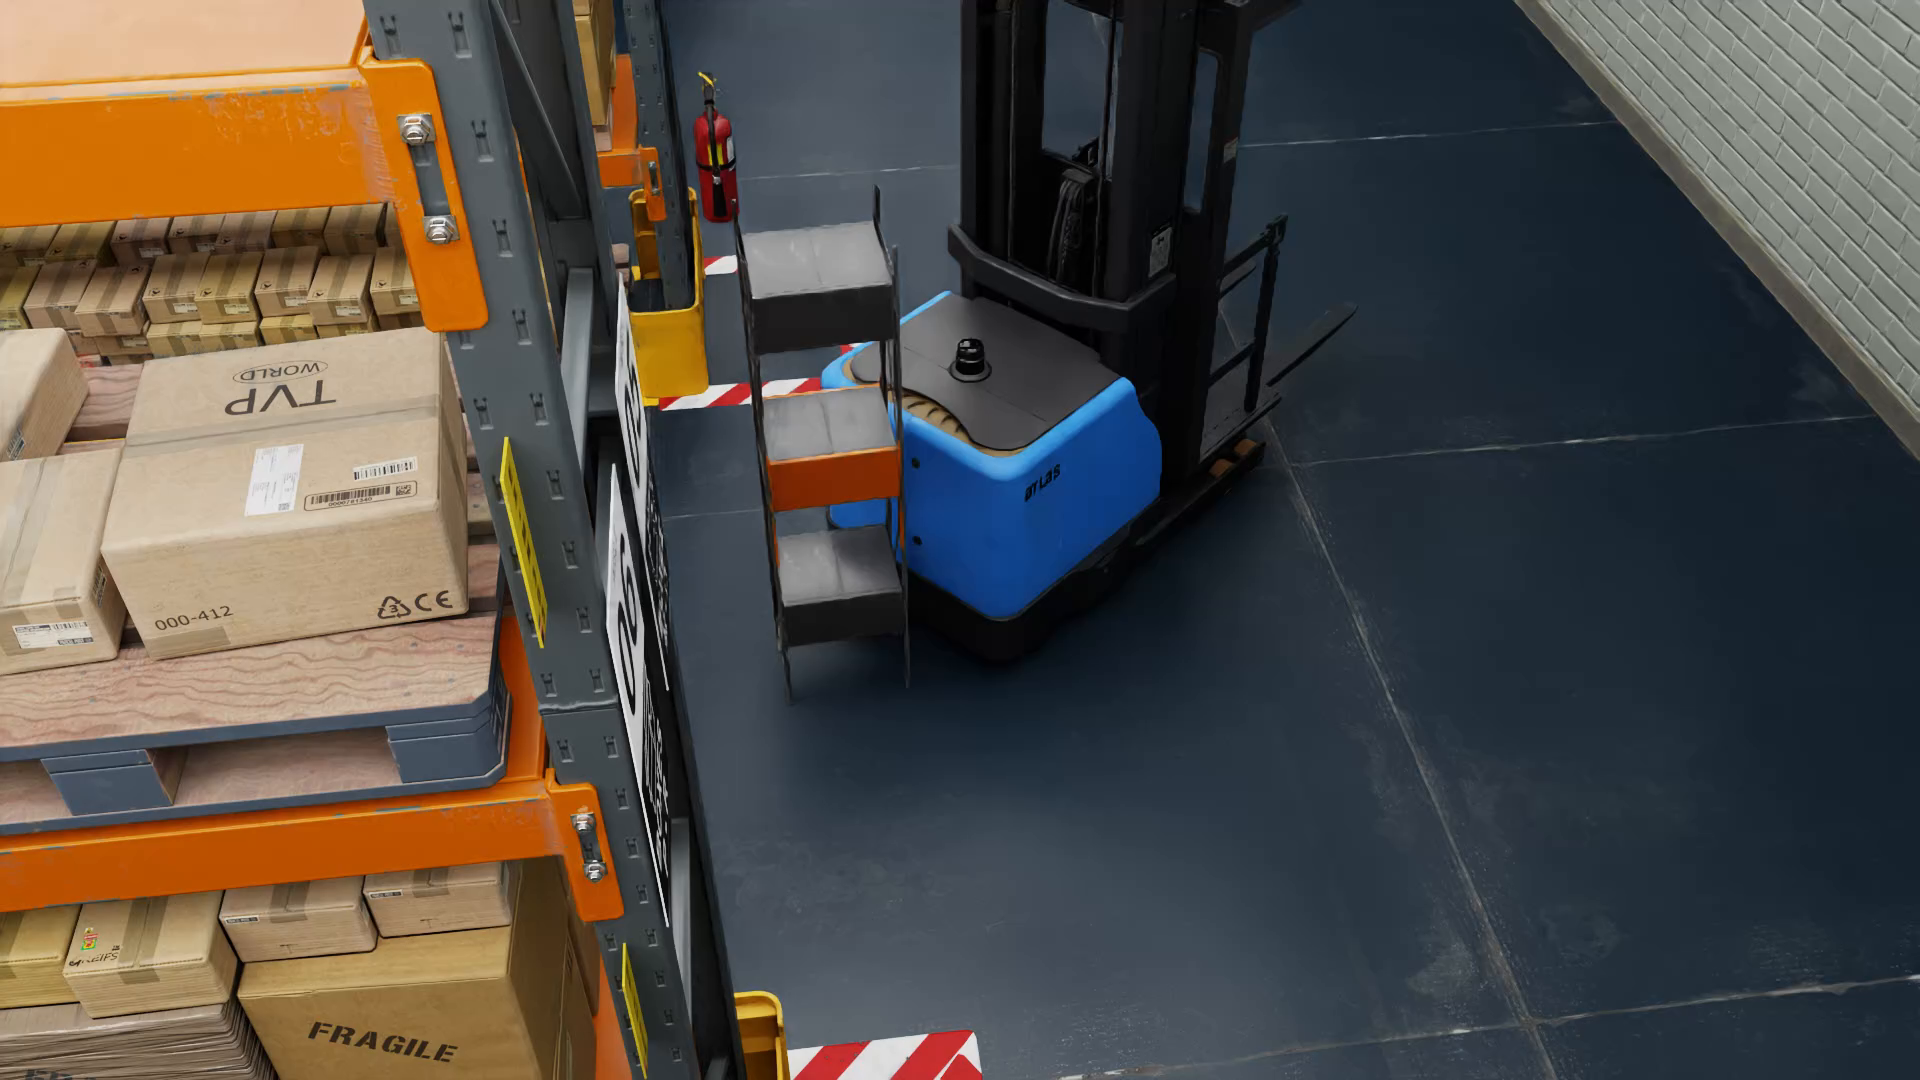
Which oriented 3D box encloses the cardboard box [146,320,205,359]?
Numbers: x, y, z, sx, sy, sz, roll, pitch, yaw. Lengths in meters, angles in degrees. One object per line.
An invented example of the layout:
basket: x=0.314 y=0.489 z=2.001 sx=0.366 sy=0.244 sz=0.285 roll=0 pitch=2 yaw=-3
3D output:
cardboard box: x=-3.707 y=-1.036 z=7.967 sx=0.250 sy=0.149 sz=0.380 roll=-5 pitch=42 yaw=-6

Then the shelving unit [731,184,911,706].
shelving unit: x=-0.488 y=-0.271 z=6.198 sx=0.503 sy=2.100 sz=0.431 roll=-8 pitch=43 yaw=-8

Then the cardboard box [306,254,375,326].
cardboard box: x=-2.933 y=-1.193 z=7.919 sx=0.250 sy=0.149 sz=0.380 roll=-4 pitch=42 yaw=-4

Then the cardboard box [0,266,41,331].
cardboard box: x=-4.493 y=-1.122 z=7.841 sx=0.250 sy=0.149 sz=0.380 roll=-6 pitch=42 yaw=-6

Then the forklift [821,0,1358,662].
forklift: x=0.775 y=-1.499 z=6.939 sx=1.130 sy=2.935 sz=3.031 roll=30 pitch=50 yaw=29

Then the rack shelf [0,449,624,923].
rack shelf: x=-2.661 y=0.386 z=3.096 sx=4.000 sy=0.370 sz=1.077 roll=-5 pitch=42 yaw=-6

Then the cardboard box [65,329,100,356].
cardboard box: x=-4.241 y=-1.048 z=7.980 sx=0.250 sy=0.149 sz=0.380 roll=-7 pitch=43 yaw=-8

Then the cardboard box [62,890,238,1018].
cardboard box: x=-1.502 y=0.690 z=3.155 sx=0.250 sy=0.149 sz=0.380 roll=-5 pitch=42 yaw=-6

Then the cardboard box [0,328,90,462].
cardboard box: x=-1.787 y=-0.213 z=3.022 sx=0.250 sy=0.149 sz=0.380 roll=-4 pitch=42 yaw=-4

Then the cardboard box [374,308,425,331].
cardboard box: x=-2.701 y=-1.191 z=8.139 sx=0.250 sy=0.149 sz=0.380 roll=-5 pitch=42 yaw=-6

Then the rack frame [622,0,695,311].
rack frame: x=-1.420 y=-2.220 z=7.687 sx=0.127 sy=3.000 sz=1.000 roll=-5 pitch=42 yaw=-6

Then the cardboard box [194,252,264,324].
cardboard box: x=-3.465 y=-1.202 z=7.929 sx=0.250 sy=0.149 sz=0.380 roll=-5 pitch=42 yaw=-5

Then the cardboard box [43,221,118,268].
cardboard box: x=-4.306 y=-1.440 z=8.193 sx=0.250 sy=0.149 sz=0.380 roll=-4 pitch=42 yaw=-4

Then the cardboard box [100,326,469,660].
cardboard box: x=-1.113 y=-0.094 z=2.814 sx=0.500 sy=0.250 sz=0.500 roll=-9 pitch=43 yaw=-9

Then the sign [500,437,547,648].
sign: x=-0.621 y=0.007 z=2.376 sx=0.005 sy=0.325 sz=0.100 roll=-5 pitch=42 yaw=-6

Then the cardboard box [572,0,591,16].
cardboard box: x=-1.842 y=-2.534 z=6.992 sx=0.500 sy=0.500 sz=0.500 roll=-6 pitch=42 yaw=-6

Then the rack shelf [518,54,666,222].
rack shelf: x=-3.403 y=-1.779 z=7.735 sx=4.000 sy=0.370 sz=1.077 roll=-5 pitch=42 yaw=-6

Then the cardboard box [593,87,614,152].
cardboard box: x=-1.707 y=-1.911 z=7.531 sx=0.250 sy=0.149 sz=0.380 roll=-5 pitch=42 yaw=-5

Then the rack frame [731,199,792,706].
rack frame: x=-0.727 y=-0.239 z=6.162 sx=0.015 sy=2.100 sz=0.400 roll=-8 pitch=43 yaw=-8

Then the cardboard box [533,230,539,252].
cardboard box: x=-2.169 y=-1.340 z=8.082 sx=0.250 sy=0.149 sz=0.380 roll=-4 pitch=42 yaw=-5

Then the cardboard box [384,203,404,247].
cardboard box: x=-2.743 y=-1.601 z=8.372 sx=0.250 sy=0.149 sz=0.380 roll=-7 pitch=43 yaw=-8

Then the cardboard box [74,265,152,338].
cardboard box: x=-3.974 y=-1.128 z=7.847 sx=0.250 sy=0.149 sz=0.380 roll=-4 pitch=42 yaw=-5

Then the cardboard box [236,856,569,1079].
cardboard box: x=-1.125 y=0.850 z=3.462 sx=0.500 sy=0.500 sz=0.500 roll=-4 pitch=42 yaw=-4

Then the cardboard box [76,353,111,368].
cardboard box: x=-4.235 y=-0.923 z=8.063 sx=0.250 sy=0.149 sz=0.380 roll=-6 pitch=42 yaw=-6

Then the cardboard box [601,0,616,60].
cardboard box: x=-1.901 y=-2.512 z=7.714 sx=0.500 sy=0.500 sz=0.500 roll=-3 pitch=42 yaw=-3

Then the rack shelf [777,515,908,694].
rack shelf: x=-0.488 y=0.259 z=6.676 sx=0.480 sy=0.518 sz=0.431 roll=-8 pitch=43 yaw=-8

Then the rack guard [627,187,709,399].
rack guard: x=-1.495 y=-1.285 z=8.517 sx=0.348 sy=0.500 sz=1.175 roll=-5 pitch=42 yaw=-6

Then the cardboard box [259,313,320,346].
cardboard box: x=-3.190 y=-1.083 z=8.019 sx=0.250 sy=0.149 sz=0.380 roll=-3 pitch=42 yaw=-3

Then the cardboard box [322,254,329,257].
cardboard box: x=-3.266 y=-1.399 z=8.370 sx=0.250 sy=0.149 sz=0.380 roll=-3 pitch=42 yaw=-3

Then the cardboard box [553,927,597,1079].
cardboard box: x=-1.122 y=1.239 z=3.777 sx=0.500 sy=0.500 sz=0.500 roll=-5 pitch=42 yaw=-5

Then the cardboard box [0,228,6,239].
cardboard box: x=-4.819 y=-1.443 z=8.196 sx=0.250 sy=0.149 sz=0.380 roll=-5 pitch=42 yaw=-5

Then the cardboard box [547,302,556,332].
cardboard box: x=-1.906 y=-1.192 z=8.140 sx=0.250 sy=0.149 sz=0.380 roll=-6 pitch=42 yaw=-7

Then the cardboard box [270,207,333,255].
cardboard box: x=-3.286 y=-1.591 z=8.360 sx=0.250 sy=0.149 sz=0.380 roll=-4 pitch=42 yaw=-5

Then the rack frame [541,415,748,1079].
rack frame: x=-0.678 y=1.059 z=4.052 sx=0.127 sy=3.000 sz=1.000 roll=-5 pitch=42 yaw=-6

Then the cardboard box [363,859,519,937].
cardboard box: x=-1.008 y=0.574 z=3.284 sx=0.250 sy=0.149 sz=0.380 roll=-4 pitch=42 yaw=-5

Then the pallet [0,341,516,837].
pallet: x=-1.412 y=0.049 z=2.998 sx=1.213 sy=0.211 sz=1.003 roll=-5 pitch=42 yaw=-6

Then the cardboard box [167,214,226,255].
cardboard box: x=-3.783 y=-1.557 z=8.322 sx=0.250 sy=0.149 sz=0.380 roll=-6 pitch=42 yaw=-7

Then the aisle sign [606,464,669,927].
aisle sign: x=-0.566 y=0.293 z=2.960 sx=0.004 sy=0.787 sz=0.394 roll=-5 pitch=42 yaw=-6
